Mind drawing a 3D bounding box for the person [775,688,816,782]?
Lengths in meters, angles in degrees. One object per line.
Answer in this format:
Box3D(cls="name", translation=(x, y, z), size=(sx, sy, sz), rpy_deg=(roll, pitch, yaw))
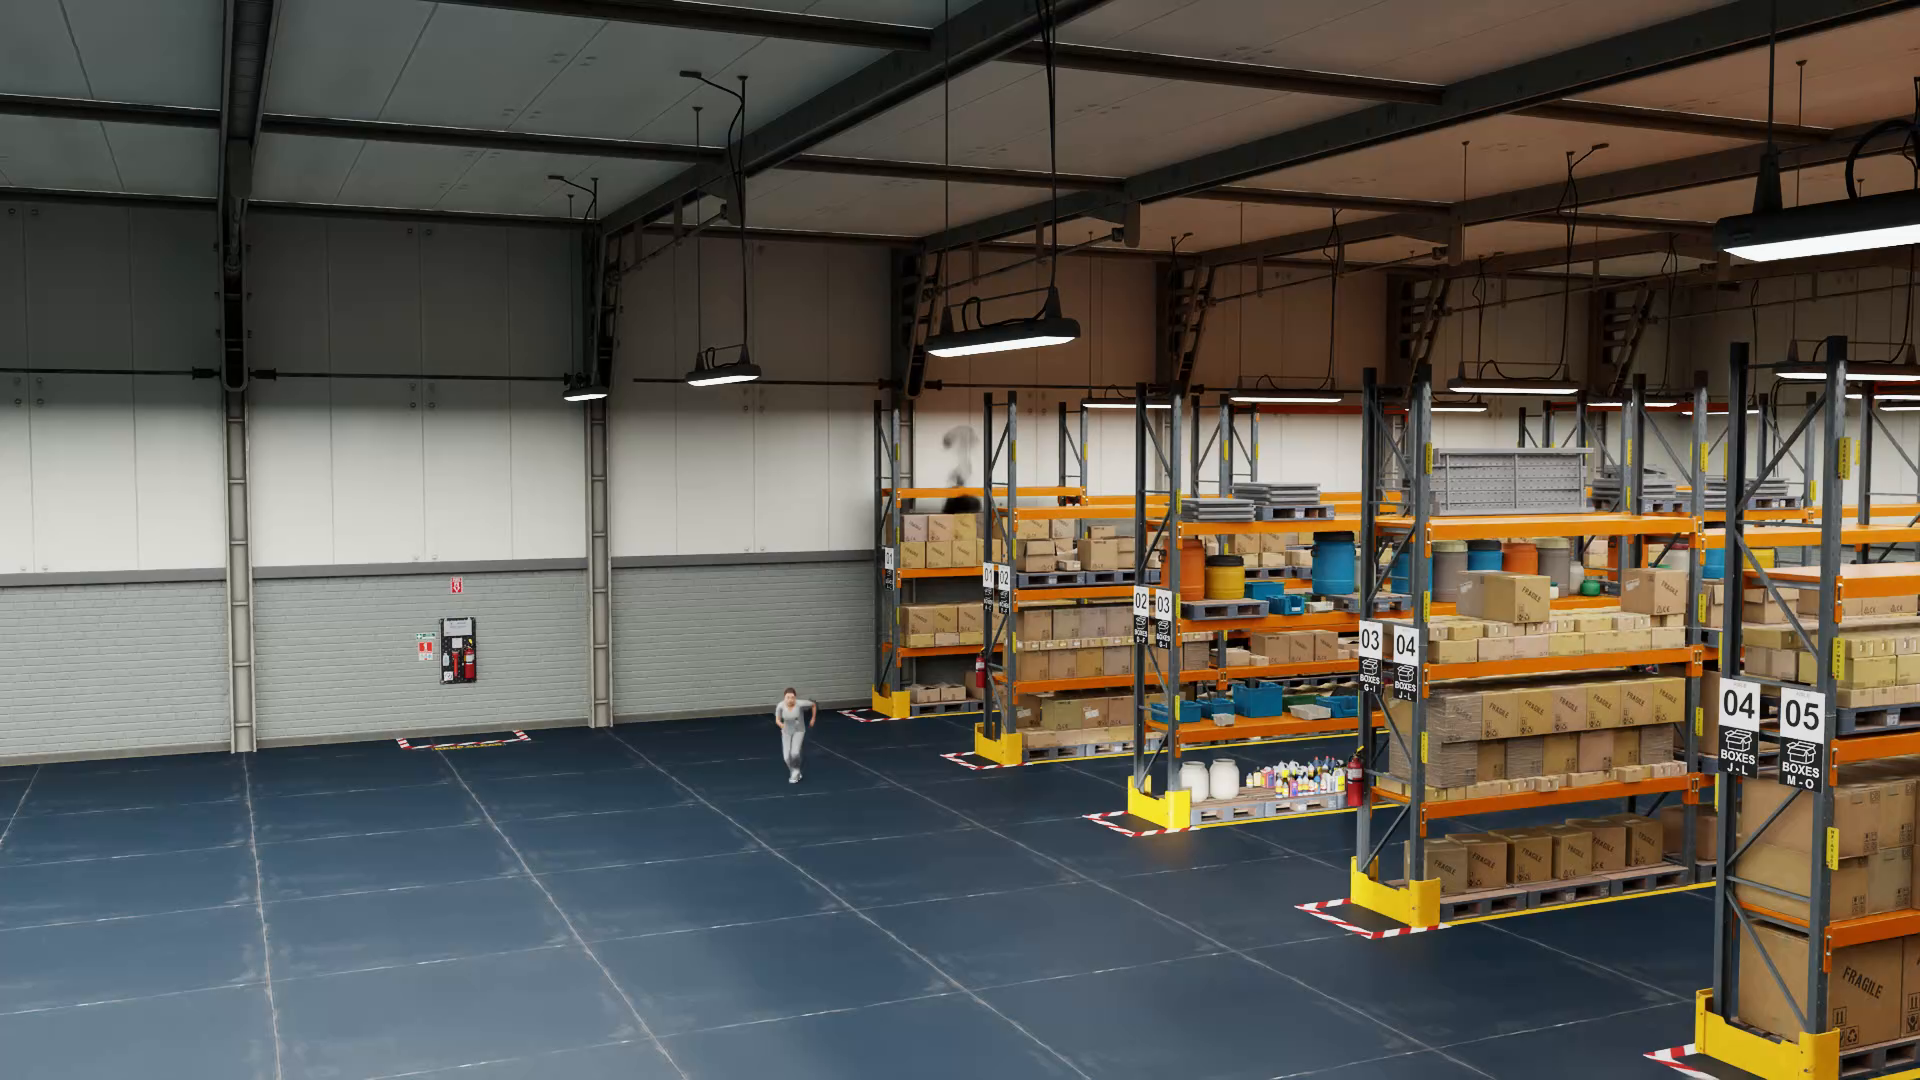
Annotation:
Box3D(cls="person", translation=(-2.478, 2.948, 25.111), size=(0.591, 1.510, 0.846), rpy_deg=(0, 3, 3))
